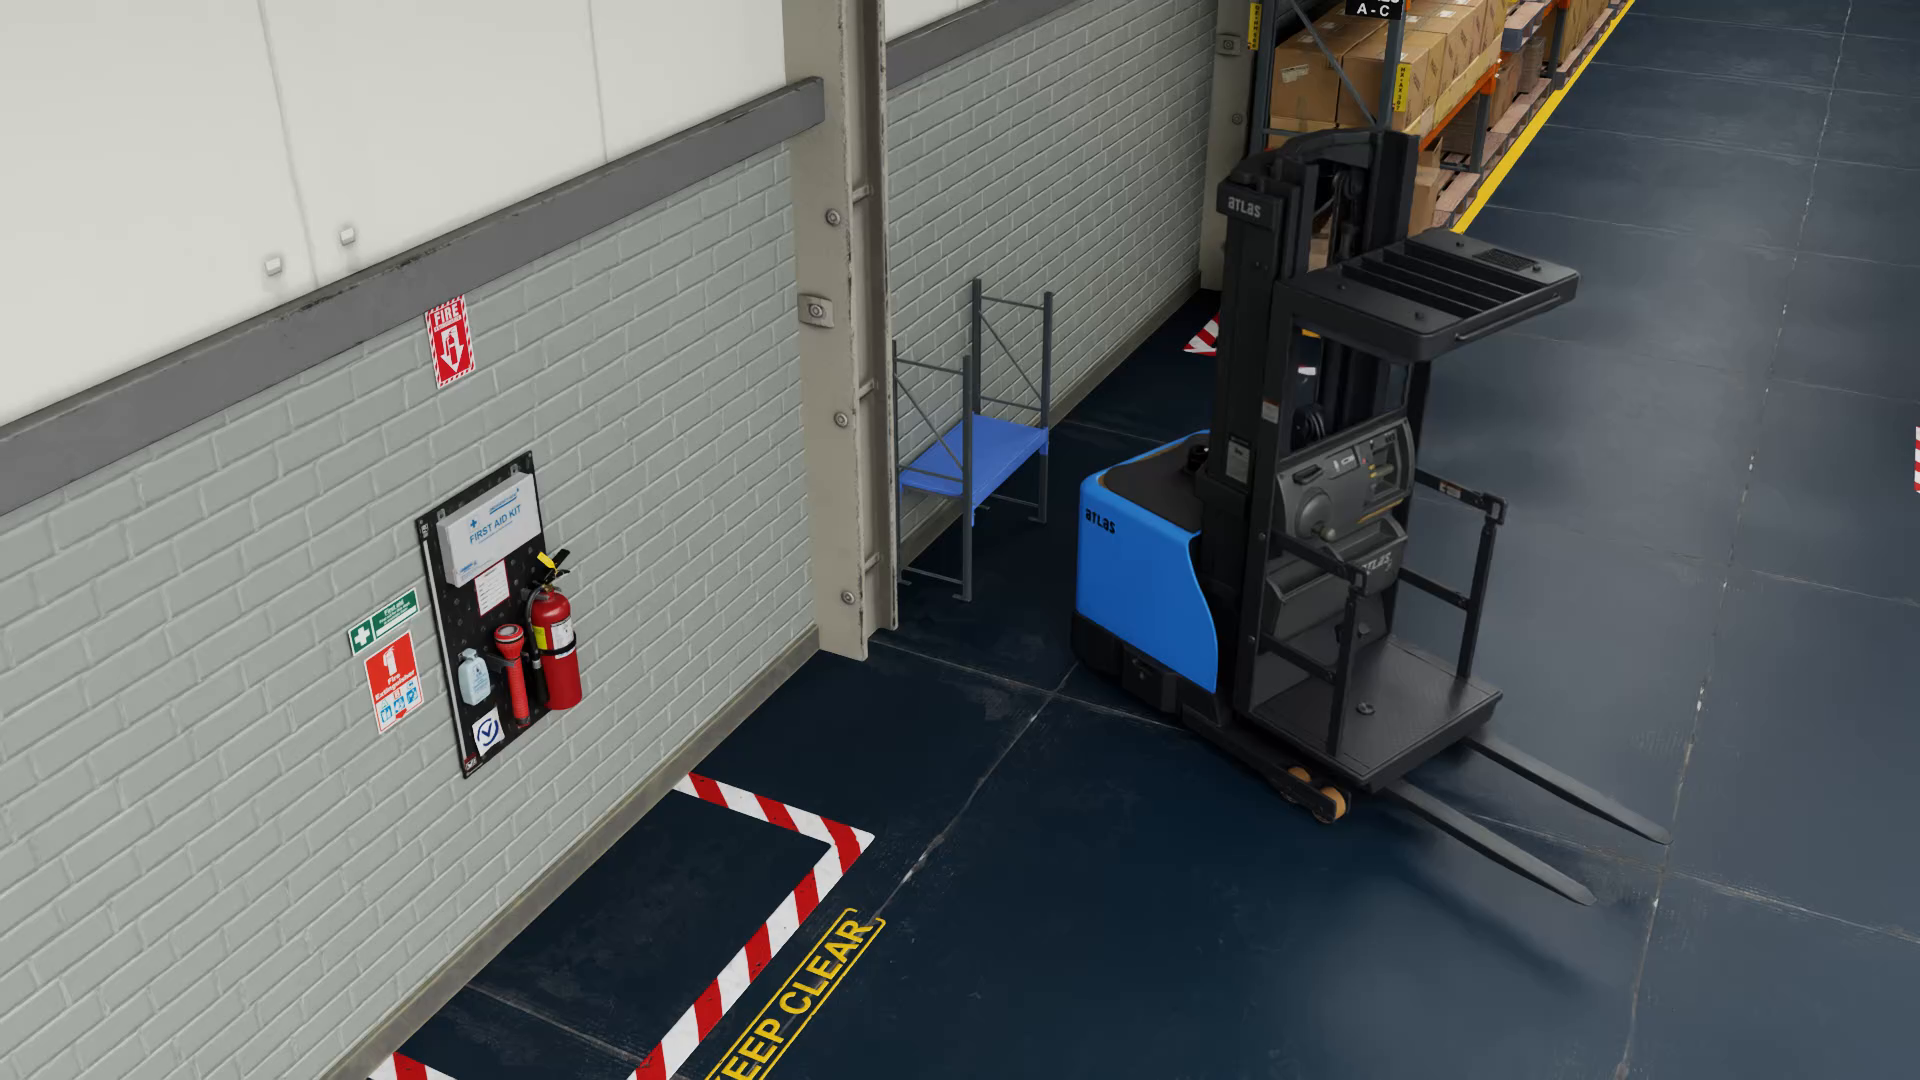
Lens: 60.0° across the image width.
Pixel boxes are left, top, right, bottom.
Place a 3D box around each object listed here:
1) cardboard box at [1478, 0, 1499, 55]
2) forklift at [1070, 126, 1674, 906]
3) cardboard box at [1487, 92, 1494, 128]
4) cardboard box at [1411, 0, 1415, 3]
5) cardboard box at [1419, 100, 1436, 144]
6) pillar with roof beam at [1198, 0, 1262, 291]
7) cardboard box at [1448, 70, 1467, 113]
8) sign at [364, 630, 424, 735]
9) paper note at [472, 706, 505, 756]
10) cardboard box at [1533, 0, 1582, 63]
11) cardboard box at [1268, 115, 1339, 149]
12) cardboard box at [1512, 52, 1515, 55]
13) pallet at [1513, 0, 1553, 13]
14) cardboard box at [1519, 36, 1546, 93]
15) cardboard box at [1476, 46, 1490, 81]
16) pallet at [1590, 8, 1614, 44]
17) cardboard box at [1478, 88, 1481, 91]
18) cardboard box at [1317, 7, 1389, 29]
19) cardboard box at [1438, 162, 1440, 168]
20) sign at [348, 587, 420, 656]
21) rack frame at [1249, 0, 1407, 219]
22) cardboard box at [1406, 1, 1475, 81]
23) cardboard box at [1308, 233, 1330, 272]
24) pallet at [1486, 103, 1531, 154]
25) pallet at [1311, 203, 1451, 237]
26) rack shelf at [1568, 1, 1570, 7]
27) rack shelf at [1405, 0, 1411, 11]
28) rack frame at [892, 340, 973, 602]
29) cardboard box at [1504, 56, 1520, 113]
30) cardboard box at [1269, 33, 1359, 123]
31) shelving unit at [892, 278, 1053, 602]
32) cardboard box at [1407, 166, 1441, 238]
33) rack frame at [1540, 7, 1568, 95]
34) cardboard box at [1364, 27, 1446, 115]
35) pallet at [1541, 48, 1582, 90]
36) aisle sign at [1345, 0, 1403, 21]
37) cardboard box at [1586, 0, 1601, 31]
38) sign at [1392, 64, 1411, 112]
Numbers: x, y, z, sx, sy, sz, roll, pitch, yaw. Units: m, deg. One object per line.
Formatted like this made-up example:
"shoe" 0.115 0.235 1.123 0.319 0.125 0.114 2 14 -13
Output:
"cardboard box" 4.278 -4.466 14.183 0.500 0.500 0.500 14 33 23
"forklift" 1.917 -0.238 7.512 1.130 2.935 3.031 -22 37 -34
"cardboard box" 4.952 -4.377 16.718 0.700 0.500 0.500 14 33 22
"cardboard box" 3.570 -4.359 13.997 0.500 0.500 0.500 15 33 25
"cardboard box" 3.347 -3.248 12.814 0.500 0.250 0.500 13 32 22
"pillar with roof beam" 6.000 -5.058 9.812 9.100 9.000 0.400 14 33 23
"cardboard box" 3.817 -3.696 13.594 0.500 0.250 0.500 15 33 24
"sign" -2.069 0.520 6.087 0.001 0.329 0.234 14 33 23
"paper note" -1.868 0.759 6.592 0.016 0.148 0.142 14 33 23
"cardboard box" 6.715 -6.019 19.247 0.750 0.750 0.750 14 33 23
"cardboard box" 2.659 -3.121 12.594 0.500 0.250 0.500 15 33 24
"cardboard box" 5.666 -5.335 17.634 0.500 0.250 0.500 15 33 24
"pallet" 5.397 -5.503 16.803 1.003 0.211 1.213 14 33 23
"cardboard box" 5.981 -5.249 18.236 0.700 0.500 0.500 15 33 24
"cardboard box" 4.260 -4.145 14.378 0.500 0.250 0.500 14 33 23
"pallet" 7.801 -6.678 21.457 1.003 0.211 1.213 14 33 23
"cardboard box" 4.959 -4.658 16.454 0.500 0.250 0.500 14 33 22
"cardboard box" 3.114 -3.903 13.203 0.500 0.500 0.500 13 32 22
"cardboard box" 4.224 -3.418 15.383 0.380 0.166 0.250 10 31 17
"sign" -2.059 0.290 5.955 0.001 0.109 0.331 14 33 23
"rack frame" 2.618 -2.926 12.124 1.000 3.000 0.127 14 33 23
"cardboard box" 3.803 -4.015 13.397 0.500 0.500 0.500 15 33 25
"cardboard box" 3.014 -2.237 13.183 0.500 0.311 0.500 11 32 18
"pallet" 5.349 -4.379 17.453 1.003 0.211 1.213 14 33 23
"pallet" 3.612 -2.642 14.429 1.003 0.211 1.213 14 33 23
"rack shelf" 7.174 -7.047 20.023 1.077 0.370 4.000 14 33 23
"rack shelf" 3.530 -4.802 13.100 1.077 0.370 4.000 14 33 23
"rack frame" -0.163 -0.363 9.166 0.500 1.500 0.032 14 33 23
"cardboard box" 5.442 -4.820 17.490 0.700 0.500 0.500 14 33 23
"cardboard box" 2.644 -3.452 12.418 0.500 0.500 0.500 14 33 23
"shelving unit" 0.070 -0.588 9.558 0.538 1.500 1.048 14 33 23
"cardboard box" 3.652 -2.886 14.122 0.700 0.500 0.500 12 32 20
"rack frame" 6.263 -6.473 18.300 1.000 3.000 0.127 14 33 23
"cardboard box" 3.338 -3.555 12.597 0.500 0.500 0.500 14 33 23
"pallet" 6.689 -5.596 19.573 1.003 0.211 1.213 14 33 23
"aisle sign" 2.853 -3.954 11.303 0.394 0.787 0.004 14 33 23
"cardboard box" 7.502 -6.784 20.578 0.750 0.750 0.750 15 33 25
"sign" 3.102 -3.179 11.694 0.100 0.325 0.005 14 33 23
